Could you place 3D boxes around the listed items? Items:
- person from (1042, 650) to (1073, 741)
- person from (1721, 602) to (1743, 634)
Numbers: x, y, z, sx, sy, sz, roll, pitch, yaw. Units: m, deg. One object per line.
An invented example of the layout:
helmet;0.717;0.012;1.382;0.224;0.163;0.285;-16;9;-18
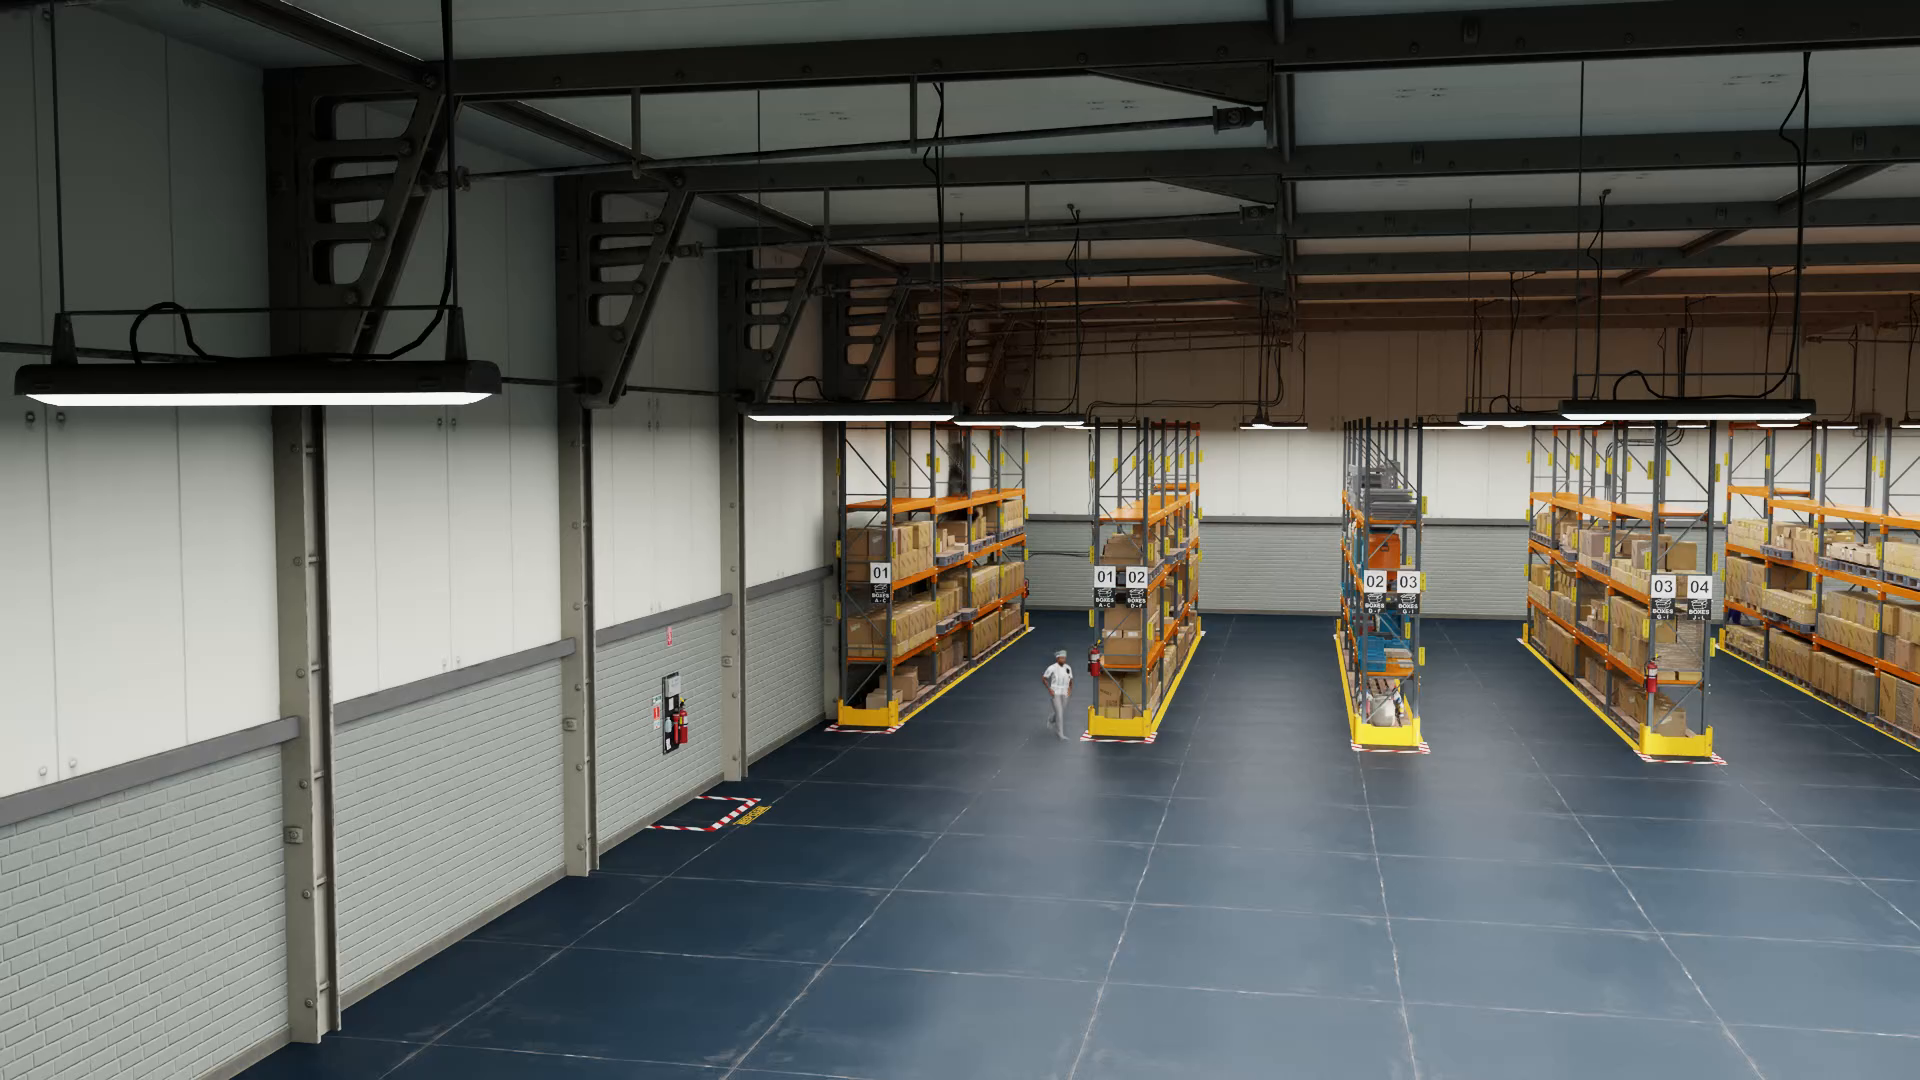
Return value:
person;1.842;2.882;31.121;0.613;1.673;0.825;-2;4;-24
person;21.147;1.973;45.372;0.752;1.697;0.590;-1;4;-10
